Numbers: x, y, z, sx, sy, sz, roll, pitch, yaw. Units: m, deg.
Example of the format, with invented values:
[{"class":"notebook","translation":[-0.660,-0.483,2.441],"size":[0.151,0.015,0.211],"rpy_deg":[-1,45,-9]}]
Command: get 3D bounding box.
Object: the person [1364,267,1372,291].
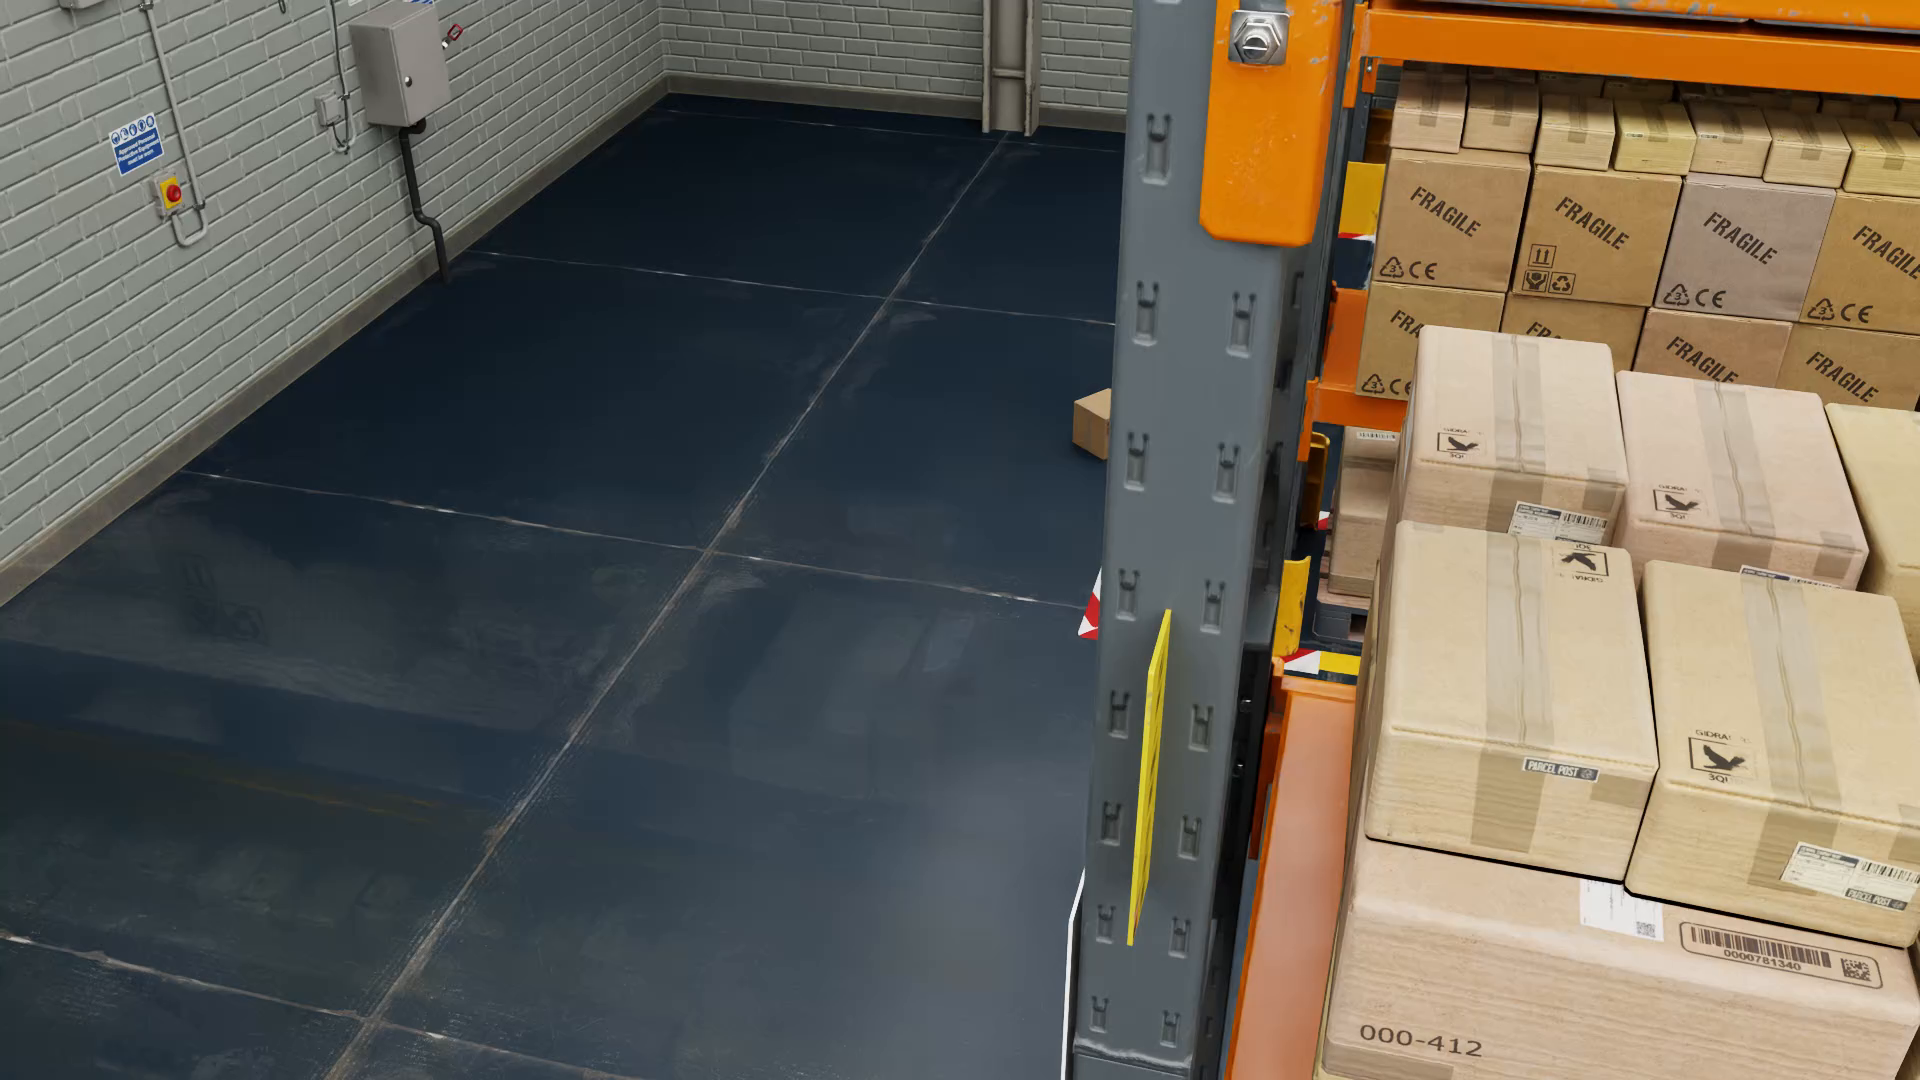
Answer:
[{"class":"person","translation":[2.385,-1.344,8.665],"size":[0.921,1.634,0.507],"rpy_deg":[6,33,9]}]
